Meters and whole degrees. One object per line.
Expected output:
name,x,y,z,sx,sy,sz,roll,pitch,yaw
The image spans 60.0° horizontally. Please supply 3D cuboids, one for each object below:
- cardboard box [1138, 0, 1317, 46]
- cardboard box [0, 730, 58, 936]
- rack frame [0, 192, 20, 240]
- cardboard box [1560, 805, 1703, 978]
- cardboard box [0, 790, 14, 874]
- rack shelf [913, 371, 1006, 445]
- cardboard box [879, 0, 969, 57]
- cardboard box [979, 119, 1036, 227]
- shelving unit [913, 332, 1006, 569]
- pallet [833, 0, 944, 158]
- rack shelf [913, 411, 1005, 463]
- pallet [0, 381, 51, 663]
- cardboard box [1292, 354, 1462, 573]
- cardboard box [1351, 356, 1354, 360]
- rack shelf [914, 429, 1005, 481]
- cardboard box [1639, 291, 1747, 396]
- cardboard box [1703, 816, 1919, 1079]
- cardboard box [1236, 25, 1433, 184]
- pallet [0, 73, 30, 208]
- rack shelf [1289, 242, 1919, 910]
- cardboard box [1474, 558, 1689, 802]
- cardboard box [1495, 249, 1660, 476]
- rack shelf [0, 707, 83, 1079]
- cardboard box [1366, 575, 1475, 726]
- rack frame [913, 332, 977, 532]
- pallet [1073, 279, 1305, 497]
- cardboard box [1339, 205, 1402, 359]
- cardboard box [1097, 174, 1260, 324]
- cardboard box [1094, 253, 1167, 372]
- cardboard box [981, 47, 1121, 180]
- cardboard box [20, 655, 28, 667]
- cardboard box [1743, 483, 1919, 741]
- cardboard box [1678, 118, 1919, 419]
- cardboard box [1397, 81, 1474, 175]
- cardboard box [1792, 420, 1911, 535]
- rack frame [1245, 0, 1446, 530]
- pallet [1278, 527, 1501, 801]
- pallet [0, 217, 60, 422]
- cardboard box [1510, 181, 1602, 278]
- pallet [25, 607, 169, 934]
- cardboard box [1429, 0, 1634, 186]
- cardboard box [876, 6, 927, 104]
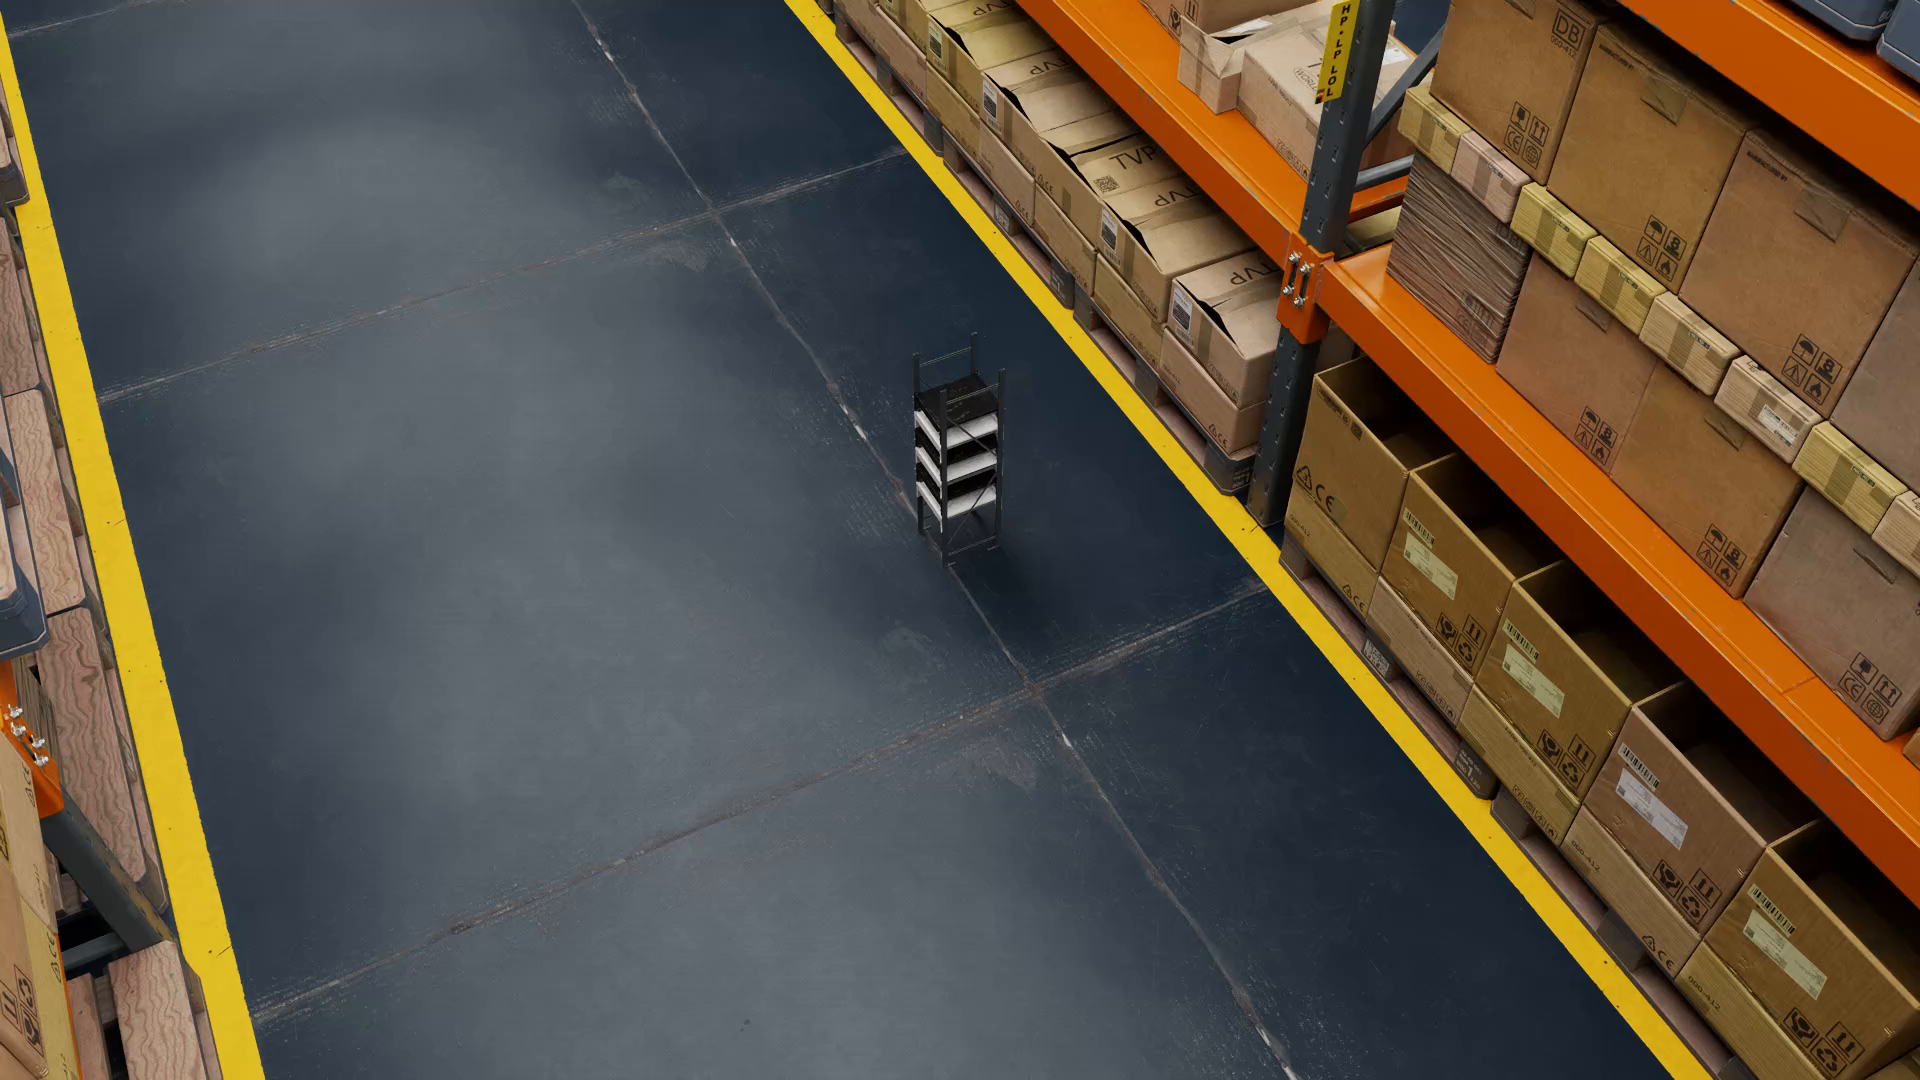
cardboard box,0.983,-2.144,6.066,0.500,0.500,0.500,-18,51,-15
cardboard box,-2.356,0.726,3.709,0.500,0.250,0.500,-21,52,-17
rack frame,-4.673,-2.207,6.188,1.000,3.000,0.127,-21,52,-18
cardboard box,2.186,0.949,4.975,0.500,0.250,0.500,-21,52,-18
cardboard box,-2.351,0.476,3.429,0.500,0.500,0.500,-21,52,-18
rack shelf,-0.004,-0.458,5.738,0.258,0.077,0.200,-21,52,-18
cardboard box,-0.043,-2.533,7.648,0.500,0.311,0.500,-22,52,-18
cardboard box,0.417,-1.672,7.267,0.500,0.250,0.500,-20,52,-17
shelving unit,-0.004,-0.302,5.916,0.258,0.900,0.210,-21,52,-18
pallet,0.072,-2.433,8.238,1.003,0.211,1.213,-21,52,-18
rack shelf,-0.004,-0.398,5.806,0.258,0.077,0.200,-21,52,-18
pallet,-3.063,-0.028,4.409,1.003,0.211,1.213,-21,52,-18
cardboard box,1.495,-0.300,5.569,0.500,0.500,0.500,-21,52,-18
cardboard box,1.597,-0.827,6.528,0.500,0.250,0.500,-22,52,-18
rack shelf,-0.004,-0.339,5.873,0.258,0.077,0.200,-21,52,-18
cardboard box,1.980,-0.555,4.245,0.380,0.149,0.250,-23,53,-19
cardboard box,2.411,1.038,4.399,0.500,0.500,0.500,-21,52,-18
cardboard box,1.297,-1.504,5.672,0.500,0.250,0.500,-18,51,-15
pallet,-4.966,-1.843,7.721,1.003,0.211,1.213,-21,52,-18
rack shelf,2.476,0.337,4.441,1.077,0.370,4.000,-21,52,-18
cardboard box,1.952,0.369,4.984,0.500,0.500,0.500,-21,52,-18
cardboard box,2.017,-0.626,4.738,0.700,0.500,0.500,-22,52,-18
rack shelf,-1.927,2.046,2.946,1.077,0.370,4.000,-21,52,-18
cardboard box,1.728,0.280,5.560,0.500,0.250,0.500,-21,52,-18
rack frame,-0.050,-0.370,5.976,0.240,0.900,0.006,-21,52,-18
pallet,1.189,-0.800,6.810,1.003,0.211,1.213,-21,52,-18
cardboard box,1.593,-1.019,6.323,0.500,0.311,0.500,-21,52,-17
cardboard box,0.877,-1.175,6.460,0.500,0.311,0.500,-20,52,-17
cardboard box,0.883,-0.989,6.670,0.500,0.250,0.500,-22,52,-18
cardboard box,0.424,-1.847,7.048,0.500,0.311,0.500,-22,52,-18
cardboard box,-3.475,0.333,5.335,0.700,0.500,0.500,-22,52,-18
cardboard box,2.478,0.054,4.144,0.700,0.500,0.500,-20,52,-16
cardboard box,2.230,-0.731,3.968,0.700,0.500,0.500,-21,52,-18
cardboard box,1.512,-1.239,4.843,0.380,0.149,0.250,-21,52,-18
cardboard box,2.224,-0.203,3.937,0.380,0.149,0.250,-22,52,-18
rack frame,1.561,-1.239,5.341,1.000,3.000,0.127,-21,52,-18
pallet,1.887,0.226,5.912,1.003,0.211,1.213,-21,52,-18
pallet,-4.316,-0.765,6.779,1.003,0.211,1.213,-21,52,-18
cardboard box,1.746,-0.898,4.546,0.380,0.149,0.250,-22,53,-18
pallet,-3.200,0.868,5.351,1.003,0.211,1.213,-21,52,-18
cardboard box,1.769,-1.404,4.557,0.700,0.500,0.500,-21,52,-17
cardboard box,-0.060,-2.361,7.870,0.500,0.250,0.500,-23,53,-19
